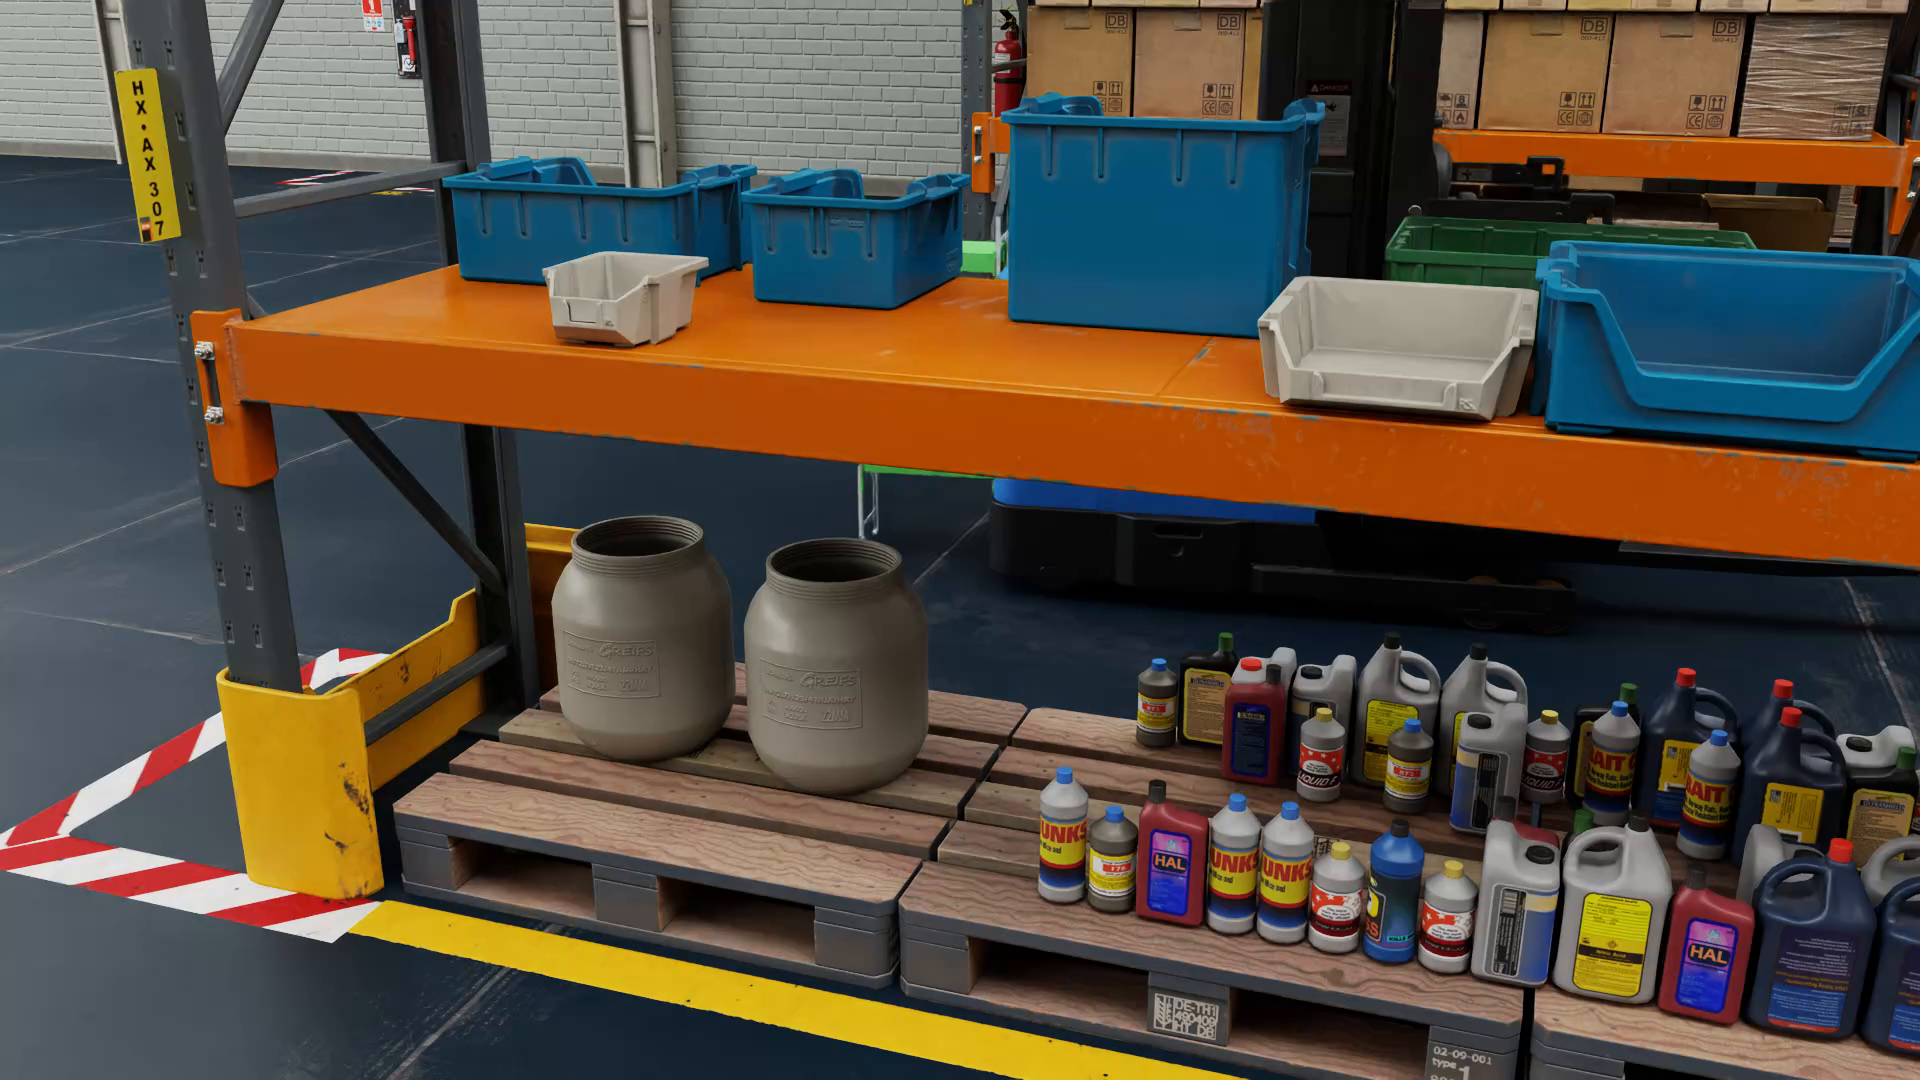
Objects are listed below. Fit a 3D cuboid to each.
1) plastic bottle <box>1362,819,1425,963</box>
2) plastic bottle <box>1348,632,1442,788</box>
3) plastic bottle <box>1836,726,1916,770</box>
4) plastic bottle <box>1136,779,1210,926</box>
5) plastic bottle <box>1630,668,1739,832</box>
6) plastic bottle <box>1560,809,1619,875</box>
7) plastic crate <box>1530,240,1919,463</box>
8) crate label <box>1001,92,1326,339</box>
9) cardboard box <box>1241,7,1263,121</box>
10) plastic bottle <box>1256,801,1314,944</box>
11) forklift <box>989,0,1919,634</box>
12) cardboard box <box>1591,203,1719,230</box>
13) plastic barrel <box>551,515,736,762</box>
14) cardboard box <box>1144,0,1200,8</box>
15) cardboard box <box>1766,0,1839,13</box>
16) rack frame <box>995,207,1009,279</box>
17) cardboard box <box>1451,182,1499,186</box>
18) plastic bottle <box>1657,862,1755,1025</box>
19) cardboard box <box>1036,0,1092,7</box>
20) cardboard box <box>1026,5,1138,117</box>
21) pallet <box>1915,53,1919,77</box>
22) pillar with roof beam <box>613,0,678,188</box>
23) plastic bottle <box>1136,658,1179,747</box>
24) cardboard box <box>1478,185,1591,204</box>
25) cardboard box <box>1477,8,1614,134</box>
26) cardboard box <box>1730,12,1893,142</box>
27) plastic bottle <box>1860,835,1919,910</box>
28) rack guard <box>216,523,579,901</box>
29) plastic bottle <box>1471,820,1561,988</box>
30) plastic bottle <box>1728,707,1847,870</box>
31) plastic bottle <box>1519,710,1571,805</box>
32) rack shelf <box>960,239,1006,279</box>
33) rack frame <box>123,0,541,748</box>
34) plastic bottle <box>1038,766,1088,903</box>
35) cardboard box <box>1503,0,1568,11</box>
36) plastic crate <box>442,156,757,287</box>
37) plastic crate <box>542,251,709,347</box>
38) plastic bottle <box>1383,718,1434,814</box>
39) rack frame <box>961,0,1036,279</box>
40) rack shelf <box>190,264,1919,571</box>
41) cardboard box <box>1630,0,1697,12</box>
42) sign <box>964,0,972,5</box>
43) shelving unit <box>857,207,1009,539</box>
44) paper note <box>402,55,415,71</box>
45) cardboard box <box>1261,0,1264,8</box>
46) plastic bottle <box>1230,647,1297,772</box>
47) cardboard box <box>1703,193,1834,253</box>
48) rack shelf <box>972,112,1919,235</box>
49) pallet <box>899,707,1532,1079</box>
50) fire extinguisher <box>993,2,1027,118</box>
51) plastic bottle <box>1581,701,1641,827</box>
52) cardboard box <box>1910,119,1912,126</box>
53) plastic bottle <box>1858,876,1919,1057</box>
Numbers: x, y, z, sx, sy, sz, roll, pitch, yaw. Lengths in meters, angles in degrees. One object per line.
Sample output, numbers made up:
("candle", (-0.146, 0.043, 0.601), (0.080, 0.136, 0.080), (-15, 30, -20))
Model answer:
("plastic bottle", (0.817, 0.652, 3.126), (0.097, 0.271, 0.097), (0, 19, 0))
("plastic bottle", (0.993, 0.381, 3.782), (0.185, 0.351, 0.144), (7, 21, 20))
("plastic bottle", (1.903, 0.522, 3.491), (0.135, 0.276, 0.152), (7, 21, 20))
("plastic bottle", (0.415, 0.606, 3.238), (0.133, 0.283, 0.061), (7, 20, 19))
("plastic bottle", (1.570, 0.447, 3.592), (0.185, 0.351, 0.144), (6, 20, 16))
("plastic bottle", (1.195, 0.645, 3.126), (0.133, 0.283, 0.061), (7, 20, 18))
("plastic crate", (1.240, -0.324, 2.675), (0.616, 0.251, 0.499), (7, 20, 18))
("crate label", (0.424, -0.693, 3.455), (0.616, 0.435, 0.502), (7, 20, 18))
("cardboard box", (1.627, -2.213, 7.717), (0.500, 0.500, 0.700), (7, 20, 18))
("plastic bottle", (0.625, 0.630, 3.189), (0.097, 0.271, 0.097), (0, 19, 0))
("forklift", (1.667, -1.279, 5.291), (3.031, 2.935, 1.130), (4, 20, 10))
("cardboard box", (3.026, -1.193, 7.341), (0.500, 0.500, 0.500), (7, 20, 18))
("plastic barrel", (-0.757, 0.232, 3.994), (0.421, 0.512, 0.421), (0, 19, 0))
("cardboard box", (1.011, -2.520, 7.612), (0.250, 0.149, 0.380), (7, 20, 18))
("cardboard box", (3.444, -2.243, 6.815), (0.250, 0.149, 0.380), (6, 20, 17))
("rack frame", (0.147, -0.537, 5.793), (0.015, 1.200, 0.240), (4, 20, 10))
("cardboard box", (3.687, -2.640, 12.222), (0.500, 0.500, 0.700), (5, 20, 15))
("plastic bottle", (1.323, 0.710, 2.940), (0.133, 0.283, 0.061), (8, 21, 22))
("cardboard box", (0.525, -2.575, 7.770), (0.250, 0.149, 0.380), (6, 20, 18))
("cardboard box", (0.662, -2.324, 8.034), (0.500, 0.500, 0.700), (7, 20, 18))
("pallet", (6.300, -3.221, 11.052), (1.213, 0.211, 1.003), (7, 20, 18))
("pillar with roof beam", (-4.288, -6.207, 10.213), (0.400, 9.000, 9.100), (7, 20, 18))
("plastic bottle", (0.475, 0.384, 4.000), (0.097, 0.201, 0.097), (0, 19, 0))
("cardboard box", (2.724, -1.408, 7.960), (0.500, 0.500, 0.500), (7, 20, 18))
("cardboard box", (2.610, -2.103, 7.399), (0.500, 0.500, 0.700), (7, 20, 19))
("cardboard box", (3.583, -1.992, 7.082), (0.500, 0.500, 0.700), (6, 20, 17))
("plastic bottle", (1.719, 0.659, 2.985), (0.185, 0.351, 0.144), (7, 20, 18))
("rack guard", (-1.316, 0.383, 4.219), (0.348, 0.500, 1.175), (7, 20, 18))
("plastic bottle", (1.033, 0.665, 3.082), (0.135, 0.276, 0.152), (7, 20, 19))
("plastic bottle", (1.701, 0.512, 3.405), (0.185, 0.351, 0.144), (7, 20, 18))
("plastic bottle", (1.311, 0.480, 3.725), (0.097, 0.201, 0.097), (0, 19, 0))
("rack shelf", (-0.092, -0.945, 5.699), (0.480, 0.148, 0.258), (4, 20, 10))
("rack frame", (-1.404, -0.791, 3.789), (0.127, 3.000, 1.000), (7, 20, 18))
("plastic bottle", (0.207, 0.582, 3.326), (0.097, 0.271, 0.097), (0, 19, 0))
("cardboard box", (2.478, -2.353, 7.132), (0.250, 0.149, 0.380), (7, 20, 20))
("plastic crate", (-0.833, -0.760, 3.926), (0.616, 0.251, 0.499), (7, 20, 18))
("plastic crate", (-0.664, -0.470, 3.269), (0.250, 0.136, 0.298), (7, 20, 18))
("plastic bottle", (0.995, 0.494, 3.685), (0.097, 0.201, 0.097), (0, 19, 0))
("rack frame", (0.225, -2.331, 8.207), (0.127, 3.000, 1.000), (7, 20, 18))
("rack shelf", (0.486, -0.236, 3.288), (4.000, 0.370, 1.077), (7, 20, 18))
("cardboard box", (2.947, -2.298, 6.975), (0.250, 0.149, 0.380), (6, 20, 18))
("sign", (0.038, -2.605, 7.558), (0.005, 0.325, 0.100), (7, 20, 18))
("shelving unit", (-0.092, -0.552, 5.836), (0.503, 1.200, 0.258), (4, 20, 10))
("paper note", (-5.341, -4.617, 16.102), (0.142, 0.148, 0.016), (7, 20, 18))
("cardboard box", (1.501, -2.464, 7.451), (0.250, 0.149, 0.380), (6, 20, 16))
("plastic bottle", (0.704, 0.385, 3.885), (0.135, 0.276, 0.152), (7, 20, 18))
("cardboard box", (3.669, -1.301, 7.650), (0.500, 0.500, 0.500), (7, 20, 18))
("rack shelf", (2.115, -1.775, 7.705), (4.000, 0.370, 1.077), (7, 20, 18))
("pallet", (0.598, 0.741, 3.631), (1.213, 0.211, 1.003), (7, 20, 18))
("fire extinguisher", (0.266, -2.452, 8.670), (0.183, 0.674, 0.296), (7, 20, 18))
("plastic bottle", (1.419, 0.480, 3.618), (0.097, 0.271, 0.097), (0, 19, 0))
("cardboard box", (6.744, -2.700, 11.256), (0.500, 0.250, 0.500), (6, 20, 17))
("plastic bottle", (1.672, 0.704, 2.856), (0.185, 0.351, 0.144), (6, 20, 17))
